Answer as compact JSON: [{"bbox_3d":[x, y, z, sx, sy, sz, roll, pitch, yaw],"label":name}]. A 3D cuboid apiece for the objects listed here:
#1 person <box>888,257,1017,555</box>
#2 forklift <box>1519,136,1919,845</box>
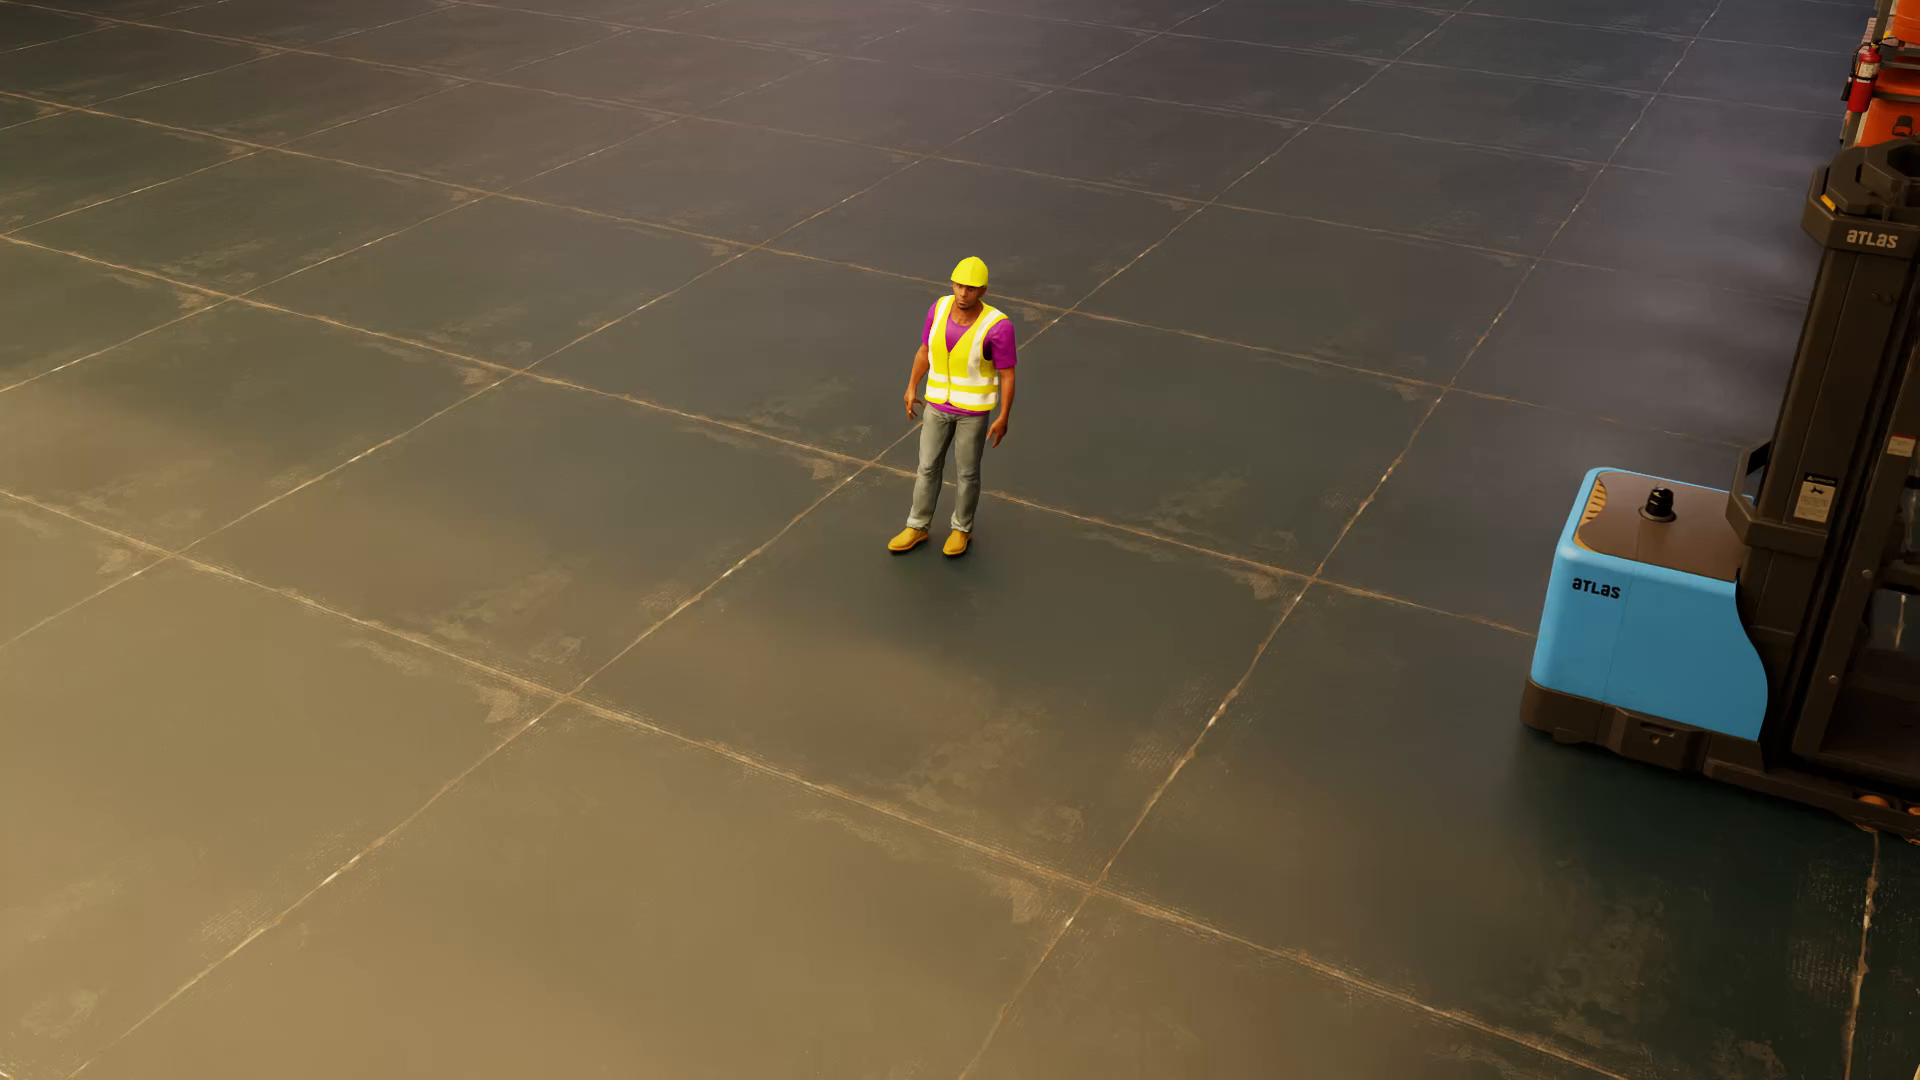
[{"bbox_3d":[-0.039,-0.742,9.507,0.665,1.768,0.575,15,33,25],"label":"person"},{"bbox_3d":[4.352,-0.183,7.387,3.031,2.935,1.130,14,33,23],"label":"forklift"}]
